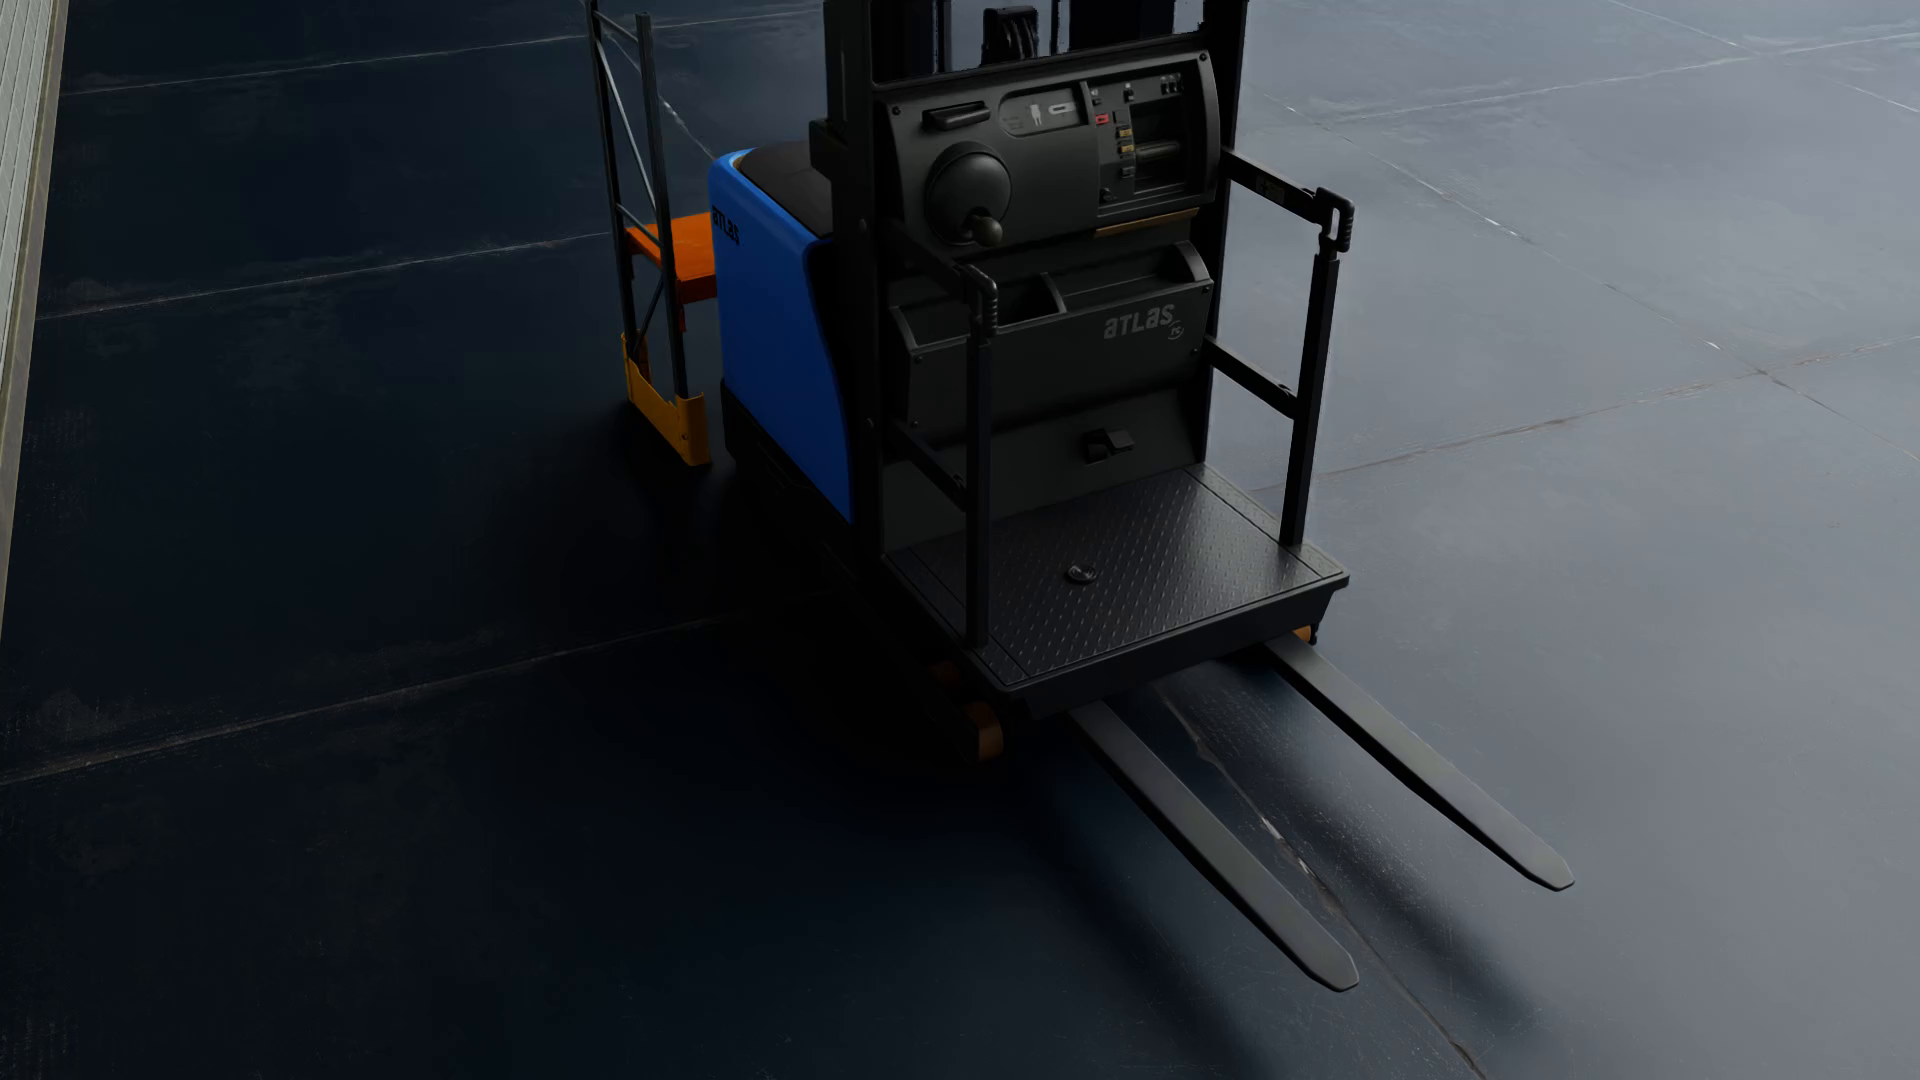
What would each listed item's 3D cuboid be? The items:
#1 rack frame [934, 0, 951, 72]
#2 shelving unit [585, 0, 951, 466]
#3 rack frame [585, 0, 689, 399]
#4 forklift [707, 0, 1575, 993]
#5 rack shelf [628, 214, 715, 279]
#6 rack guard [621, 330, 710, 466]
[{"bbox_3d":[-0.170,-1.303,5.877,0.032,1.500,0.500,-18,37,-25],"label":"rack frame"},{"bbox_3d":[-0.600,-1.164,5.664,1.083,1.500,0.587,-18,37,-25],"label":"shelving unit"},{"bbox_3d":[-1.045,-1.021,5.444,0.032,1.500,0.500,-18,37,-25],"label":"rack frame"},{"bbox_3d":[15.744,-1.686,5.153,29.544,2.935,15.203,-16,36,-23],"label":"forklift"},{"bbox_3d":[-0.607,-1.067,5.722,0.952,0.026,0.459,-18,37,-25],"label":"rack shelf"},{"bbox_3d":[-1.029,-0.503,5.793,0.087,0.250,0.587,-18,37,-25],"label":"rack guard"}]
